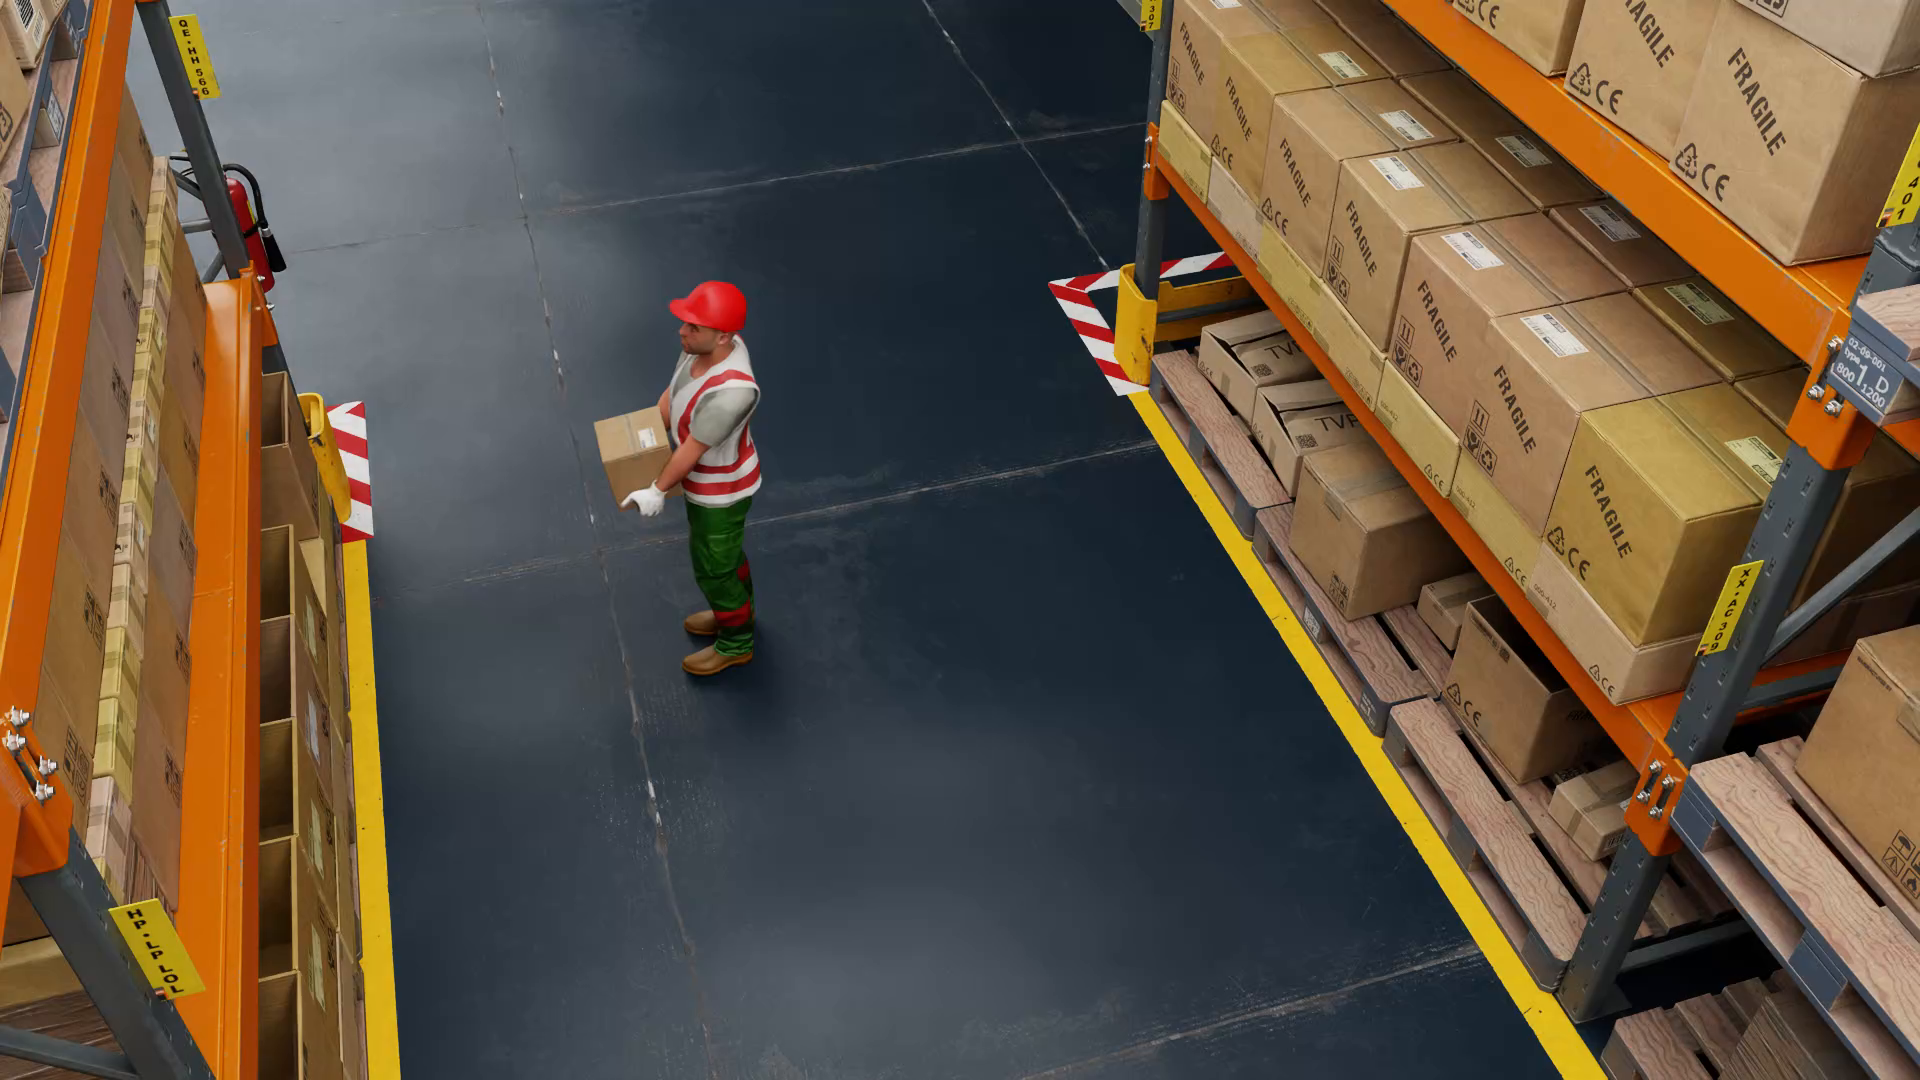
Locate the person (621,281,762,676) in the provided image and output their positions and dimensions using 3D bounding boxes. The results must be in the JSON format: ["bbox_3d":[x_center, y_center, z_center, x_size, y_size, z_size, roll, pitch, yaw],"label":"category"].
[{"bbox_3d":[-1.027,-0.205,6.375,0.560,1.782,0.493,-11,43,-12],"label":"person"}]
